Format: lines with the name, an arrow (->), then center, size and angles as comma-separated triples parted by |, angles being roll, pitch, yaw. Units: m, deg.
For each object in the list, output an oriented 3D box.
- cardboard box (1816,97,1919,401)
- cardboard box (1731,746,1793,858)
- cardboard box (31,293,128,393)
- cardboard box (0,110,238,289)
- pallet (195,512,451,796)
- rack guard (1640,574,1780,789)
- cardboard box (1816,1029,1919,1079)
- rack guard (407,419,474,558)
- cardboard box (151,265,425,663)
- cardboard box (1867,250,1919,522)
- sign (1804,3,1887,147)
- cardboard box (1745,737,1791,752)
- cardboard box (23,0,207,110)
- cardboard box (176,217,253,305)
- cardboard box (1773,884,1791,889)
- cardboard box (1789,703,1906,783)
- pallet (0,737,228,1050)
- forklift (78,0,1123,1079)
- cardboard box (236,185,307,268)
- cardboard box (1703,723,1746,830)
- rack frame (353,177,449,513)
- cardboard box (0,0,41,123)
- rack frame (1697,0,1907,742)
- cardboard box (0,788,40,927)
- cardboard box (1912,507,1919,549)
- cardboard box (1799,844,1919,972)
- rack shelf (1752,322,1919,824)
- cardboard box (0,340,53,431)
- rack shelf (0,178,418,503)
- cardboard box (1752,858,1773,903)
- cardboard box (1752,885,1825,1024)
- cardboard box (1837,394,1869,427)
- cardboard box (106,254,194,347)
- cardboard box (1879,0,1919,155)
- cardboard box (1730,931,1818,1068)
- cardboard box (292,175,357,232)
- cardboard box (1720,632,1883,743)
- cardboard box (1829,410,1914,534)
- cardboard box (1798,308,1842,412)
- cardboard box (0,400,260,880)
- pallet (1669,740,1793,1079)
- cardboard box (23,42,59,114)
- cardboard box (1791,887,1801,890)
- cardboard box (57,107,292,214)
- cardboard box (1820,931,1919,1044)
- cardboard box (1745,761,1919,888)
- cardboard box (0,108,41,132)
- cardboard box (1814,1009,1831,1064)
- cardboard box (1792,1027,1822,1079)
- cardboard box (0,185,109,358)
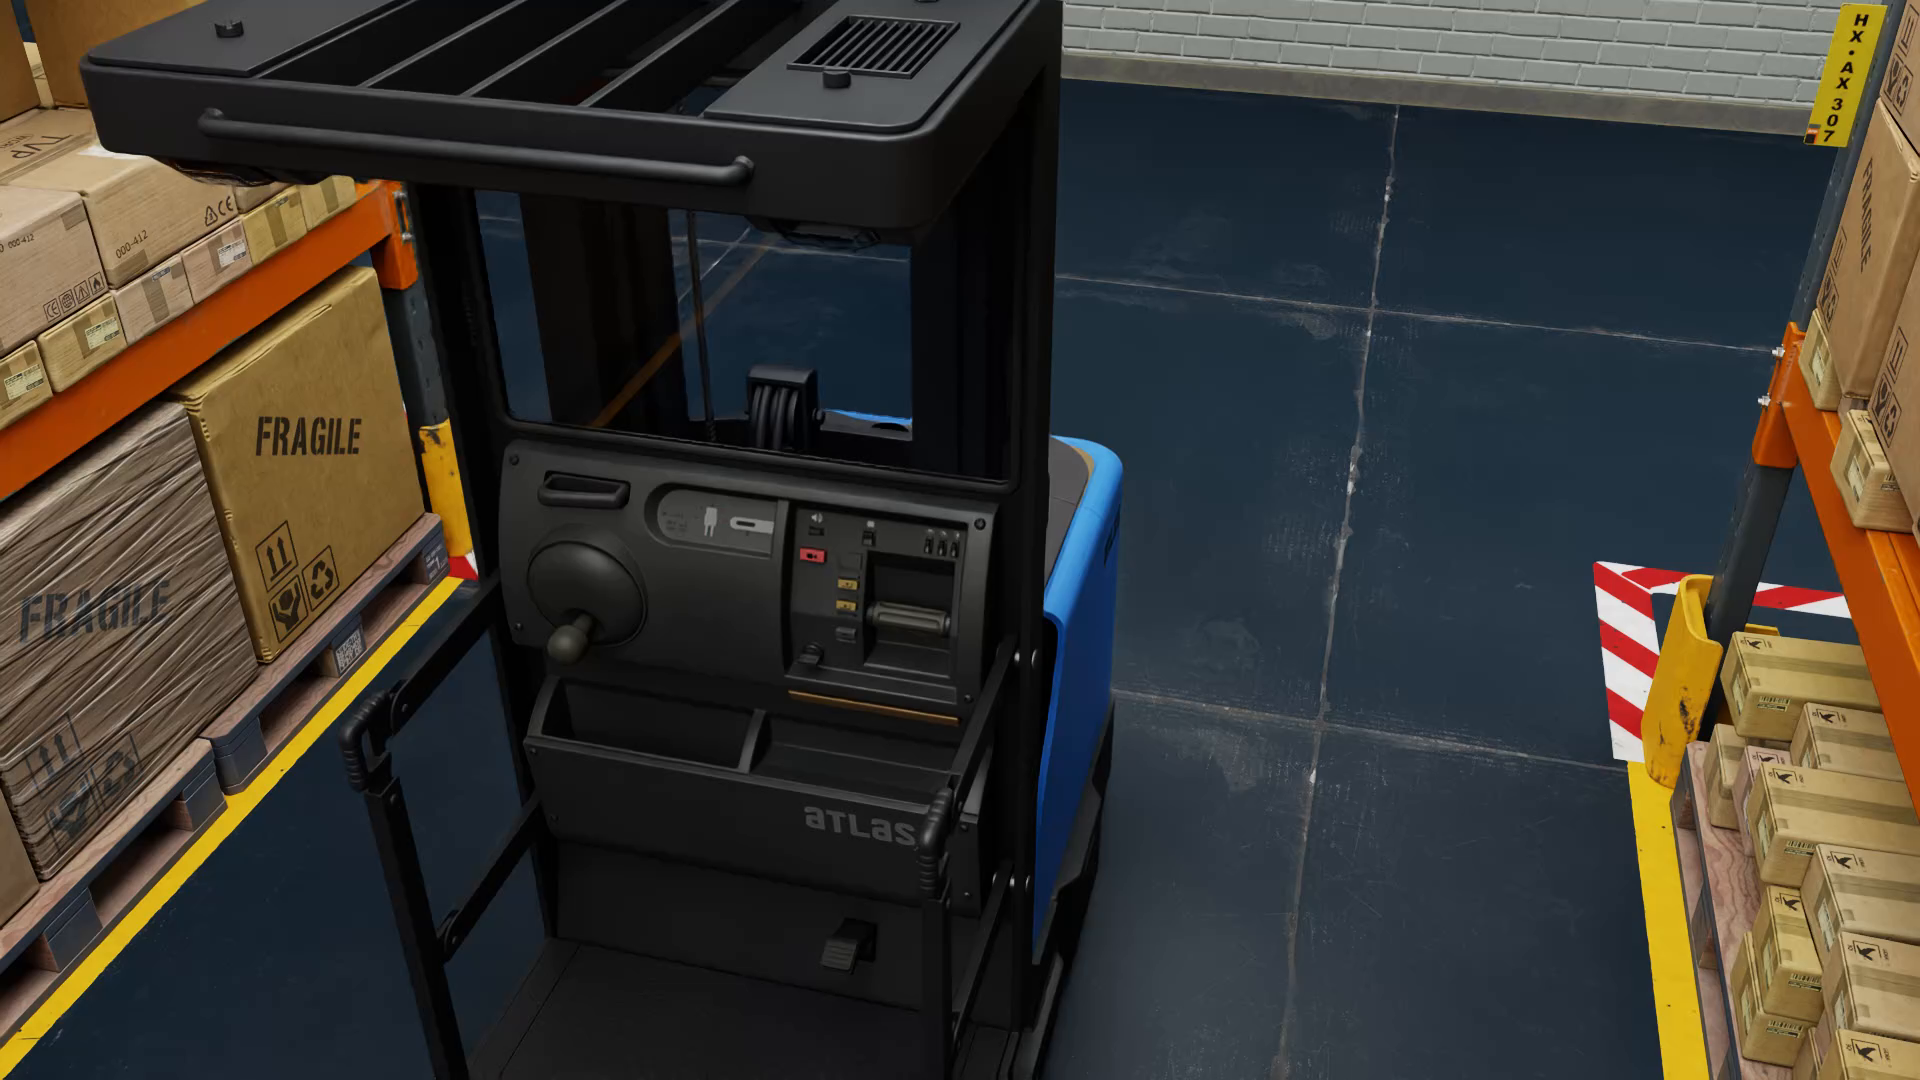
cardboard box -> 2.180, -0.598, 3.525 | 0.500, 0.500, 0.500 | 10, 34, 15
cardboard box -> 2.056, 0.646, 3.927 | 0.380, 0.149, 0.250 | 8, 33, 12
cardboard box -> -2.240, -0.488, 3.956 | 0.380, 0.149, 0.250 | 7, 33, 11
cardboard box -> -2.206, -0.865, 4.178 | 0.500, 0.250, 0.500 | 7, 33, 12
pallet -> -2.338, 0.249, 5.162 | 1.003, 0.211, 1.213 | 8, 33, 12
rack guard -> 2.542, 0.468, 4.547 | 1.175, 0.500, 0.348 | 8, 33, 12
cardboard box -> 1.785, 1.060, 2.998 | 0.380, 0.149, 0.250 | 9, 33, 13
rack guard -> -2.204, -0.311, 5.774 | 1.175, 0.500, 0.348 | 8, 33, 12
cardboard box -> -2.295, -0.291, 5.001 | 0.875, 0.875, 0.875 | 8, 33, 12
cardboard box -> 2.069, -0.317, 3.083 | 0.500, 0.500, 0.500 | 8, 33, 12
sign -> 2.037, -1.065, 3.823 | 0.100, 0.325, 0.005 | 8, 33, 12
cardboard box -> 2.180, 0.511, 4.138 | 0.380, 0.149, 0.250 | 9, 34, 14
cardboard box -> -2.080, -1.444, 4.389 | 0.500, 0.500, 0.500 | 8, 33, 13
cardboard box -> -2.112, -0.752, 4.372 | 0.380, 0.149, 0.250 | 8, 33, 12
cardboard box -> 2.075, 0.905, 3.797 | 0.380, 0.149, 0.250 | 8, 33, 13
cardboard box -> 2.146, 0.534, 3.826 | 0.380, 0.149, 0.250 | 9, 33, 13
pallet -> -2.649, 0.880, 4.170 | 1.003, 0.211, 1.213 | 8, 33, 12
forklift -> -0.449, 0.125, 2.822 | 1.130, 2.935, 3.031 | 8, 33, 12
cardboard box -> -2.047, -0.883, 4.577 | 0.380, 0.149, 0.250 | 8, 33, 13
cardboard box -> 2.119, 0.628, 4.232 | 0.380, 0.149, 0.250 | 9, 33, 13
rack frame -> -2.210, -1.354, 5.084 | 1.000, 3.000, 0.127 | 8, 33, 12
cardboard box -> -2.720, -1.261, 4.101 | 0.500, 0.500, 0.500 | 7, 33, 11
rack frame -> 2.562, -0.626, 3.939 | 1.000, 3.000, 0.127 | 8, 33, 12
cardboard box -> -2.752, 0.643, 3.532 | 0.875, 0.875, 0.875 | 8, 33, 12
cardboard box -> 1.933, -0.065, 2.685 | 0.500, 0.500, 0.500 | 8, 33, 13
cardboard box -> 1.976, 0.787, 3.427 | 0.380, 0.149, 0.250 | 6, 33, 10
rack shelf -> 2.054, 0.715, 2.499 | 1.077, 0.370, 4.000 | 8, 33, 12
cardboard box -> -2.305, -0.353, 3.744 | 0.380, 0.149, 0.250 | 8, 33, 13
rack shelf -> -2.718, -0.012, 3.644 | 1.077, 0.370, 4.000 | 8, 33, 12
cardboard box -> 2.132, 0.775, 4.001 | 0.380, 0.149, 0.250 | 8, 33, 12
cardboard box -> 1.910, 0.903, 3.522 | 0.380, 0.149, 0.250 | 9, 34, 14
cardboard box -> 2.138, -0.259, 3.595 | 0.380, 0.149, 0.250 | 9, 34, 14
cardboard box -> -2.176, -0.623, 4.168 | 0.380, 0.149, 0.250 | 9, 33, 13
cardboard box -> 2.191, -1.019, 3.254 | 0.500, 0.500, 0.500 | 8, 33, 12
cardboard box -> 1.905, 1.023, 3.611 | 0.380, 0.149, 0.250 | 8, 33, 13
cardboard box -> -1.982, -1.018, 4.790 | 0.380, 0.149, 0.250 | 9, 33, 13
cardboard box -> 2.100, 0.374, 4.076 | 0.380, 0.149, 0.250 | 7, 33, 10
cardboard box -> 2.018, -0.127, 3.387 | 0.380, 0.149, 0.250 | 7, 33, 11
cardboard box -> 2.162, -0.397, 3.812 | 0.380, 0.149, 0.250 | 8, 33, 12
cardboard box -> -2.526, 0.181, 4.259 | 0.875, 0.875, 0.875 | 8, 33, 12
pallet -> 2.302, 1.007, 3.969 | 1.003, 0.211, 1.213 | 8, 33, 12
cardboard box -> -2.593, -1.204, 4.710 | 0.500, 0.250, 0.500 | 7, 33, 11
cardboard box -> 2.080, 0.785, 3.708 | 0.380, 0.149, 0.250 | 8, 33, 13
cardboard box -> -2.077, -1.128, 4.592 | 0.500, 0.250, 0.500 | 7, 33, 12
cardboard box -> 1.896, 0.930, 3.203 | 0.380, 0.149, 0.250 | 9, 34, 14
cardboard box -> 1.959, 0.647, 3.647 | 0.380, 0.149, 0.250 | 8, 33, 12
cardboard box -> -2.719, -0.933, 4.284 | 0.500, 0.250, 0.500 | 8, 33, 12
cardboard box -> 1.934, 1.054, 3.285 | 0.380, 0.149, 0.250 | 6, 33, 10
cardboard box -> 1.932, 1.168, 3.383 | 0.380, 0.149, 0.250 | 8, 33, 12
cardboard box -> -2.335, -0.601, 3.762 | 0.500, 0.250, 0.500 | 7, 33, 11
